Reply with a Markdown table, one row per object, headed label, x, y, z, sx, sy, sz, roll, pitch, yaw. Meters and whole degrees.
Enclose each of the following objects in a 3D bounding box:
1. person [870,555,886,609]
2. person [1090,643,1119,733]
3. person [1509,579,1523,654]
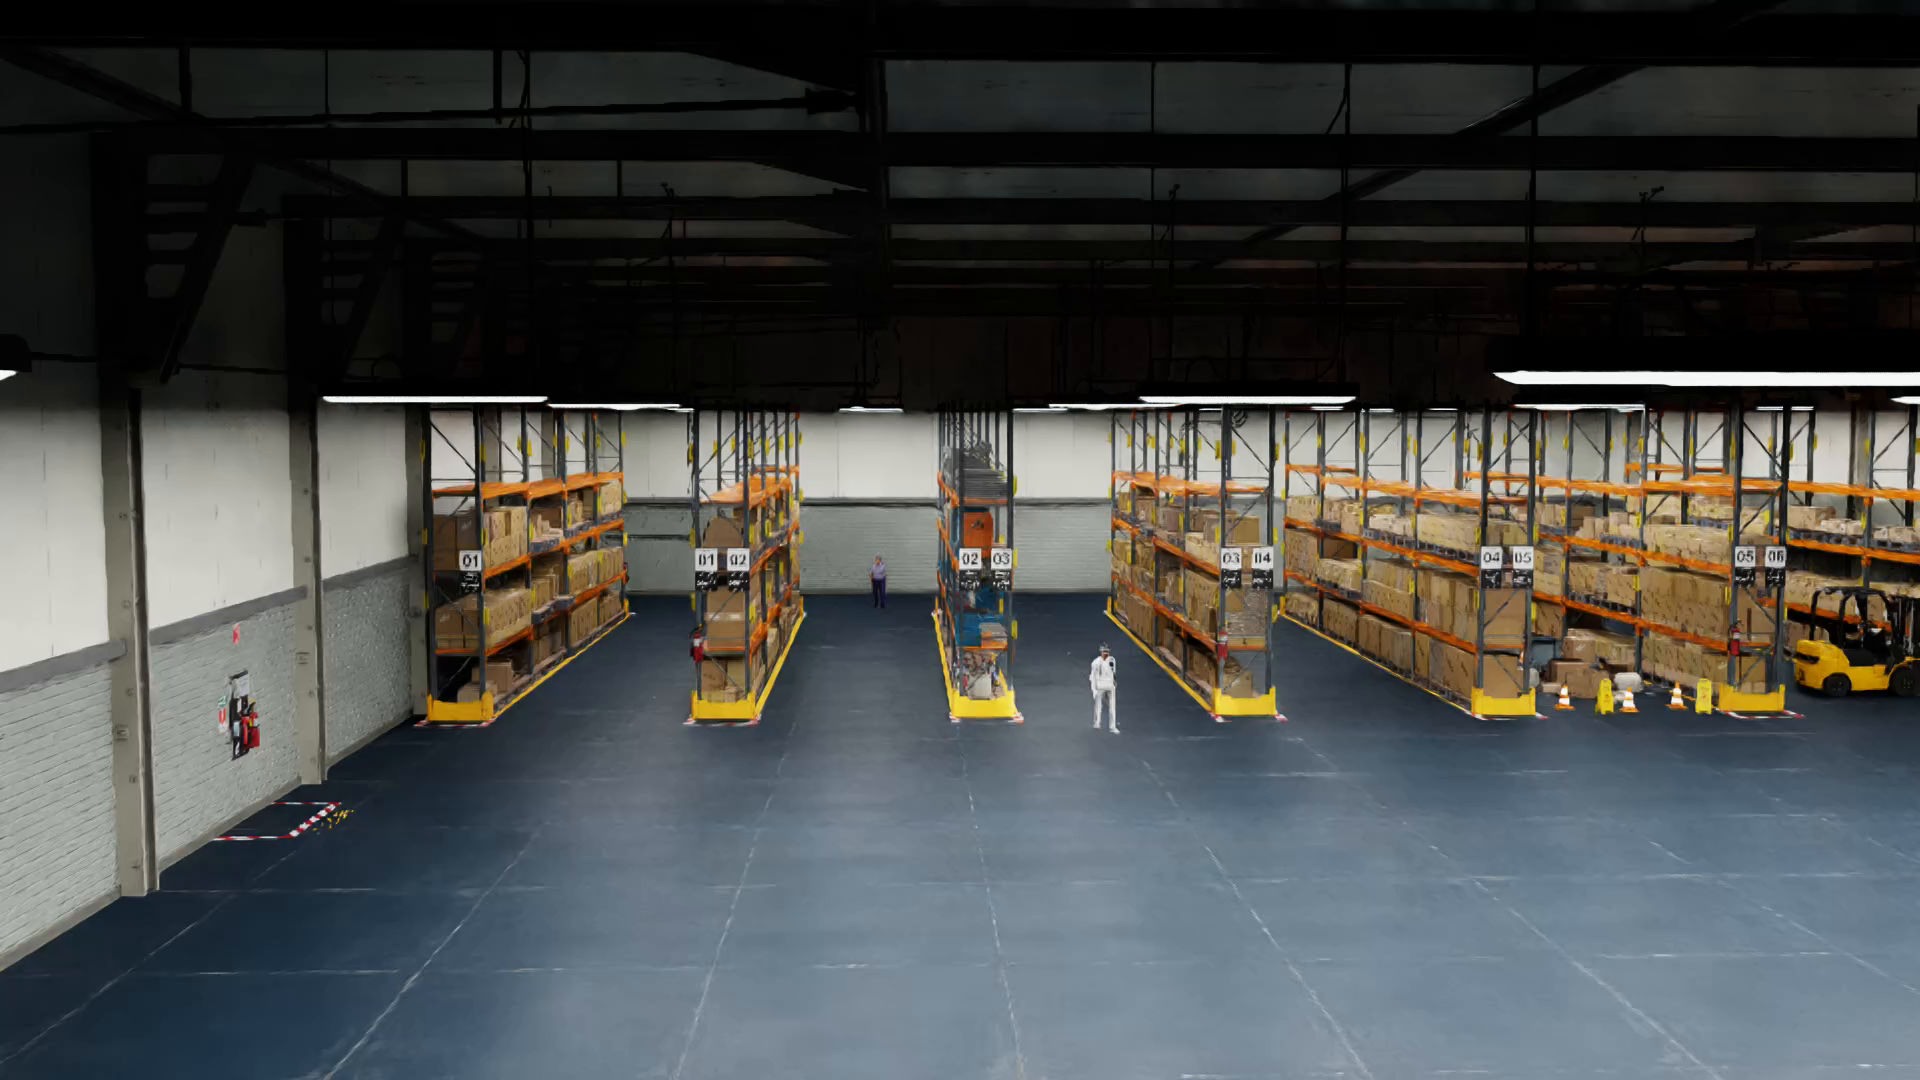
| label | x | y | z | sx | sy | sz | roll | pitch | yaw |
| --- | --- | --- | --- | --- | --- | --- | --- | --- | --- |
| person | -2.406 | 1.219 | 48.854 | 0.478 | 1.567 | 1.090 | 0 | 4 | 0 |
| person | 2.590 | 2.633 | 29.936 | 0.499 | 1.582 | 1.074 | 0 | 4 | -4 |
| person | 13.186 | 1.805 | 39.695 | 0.590 | 1.783 | 0.669 | 2 | 5 | 23 |
